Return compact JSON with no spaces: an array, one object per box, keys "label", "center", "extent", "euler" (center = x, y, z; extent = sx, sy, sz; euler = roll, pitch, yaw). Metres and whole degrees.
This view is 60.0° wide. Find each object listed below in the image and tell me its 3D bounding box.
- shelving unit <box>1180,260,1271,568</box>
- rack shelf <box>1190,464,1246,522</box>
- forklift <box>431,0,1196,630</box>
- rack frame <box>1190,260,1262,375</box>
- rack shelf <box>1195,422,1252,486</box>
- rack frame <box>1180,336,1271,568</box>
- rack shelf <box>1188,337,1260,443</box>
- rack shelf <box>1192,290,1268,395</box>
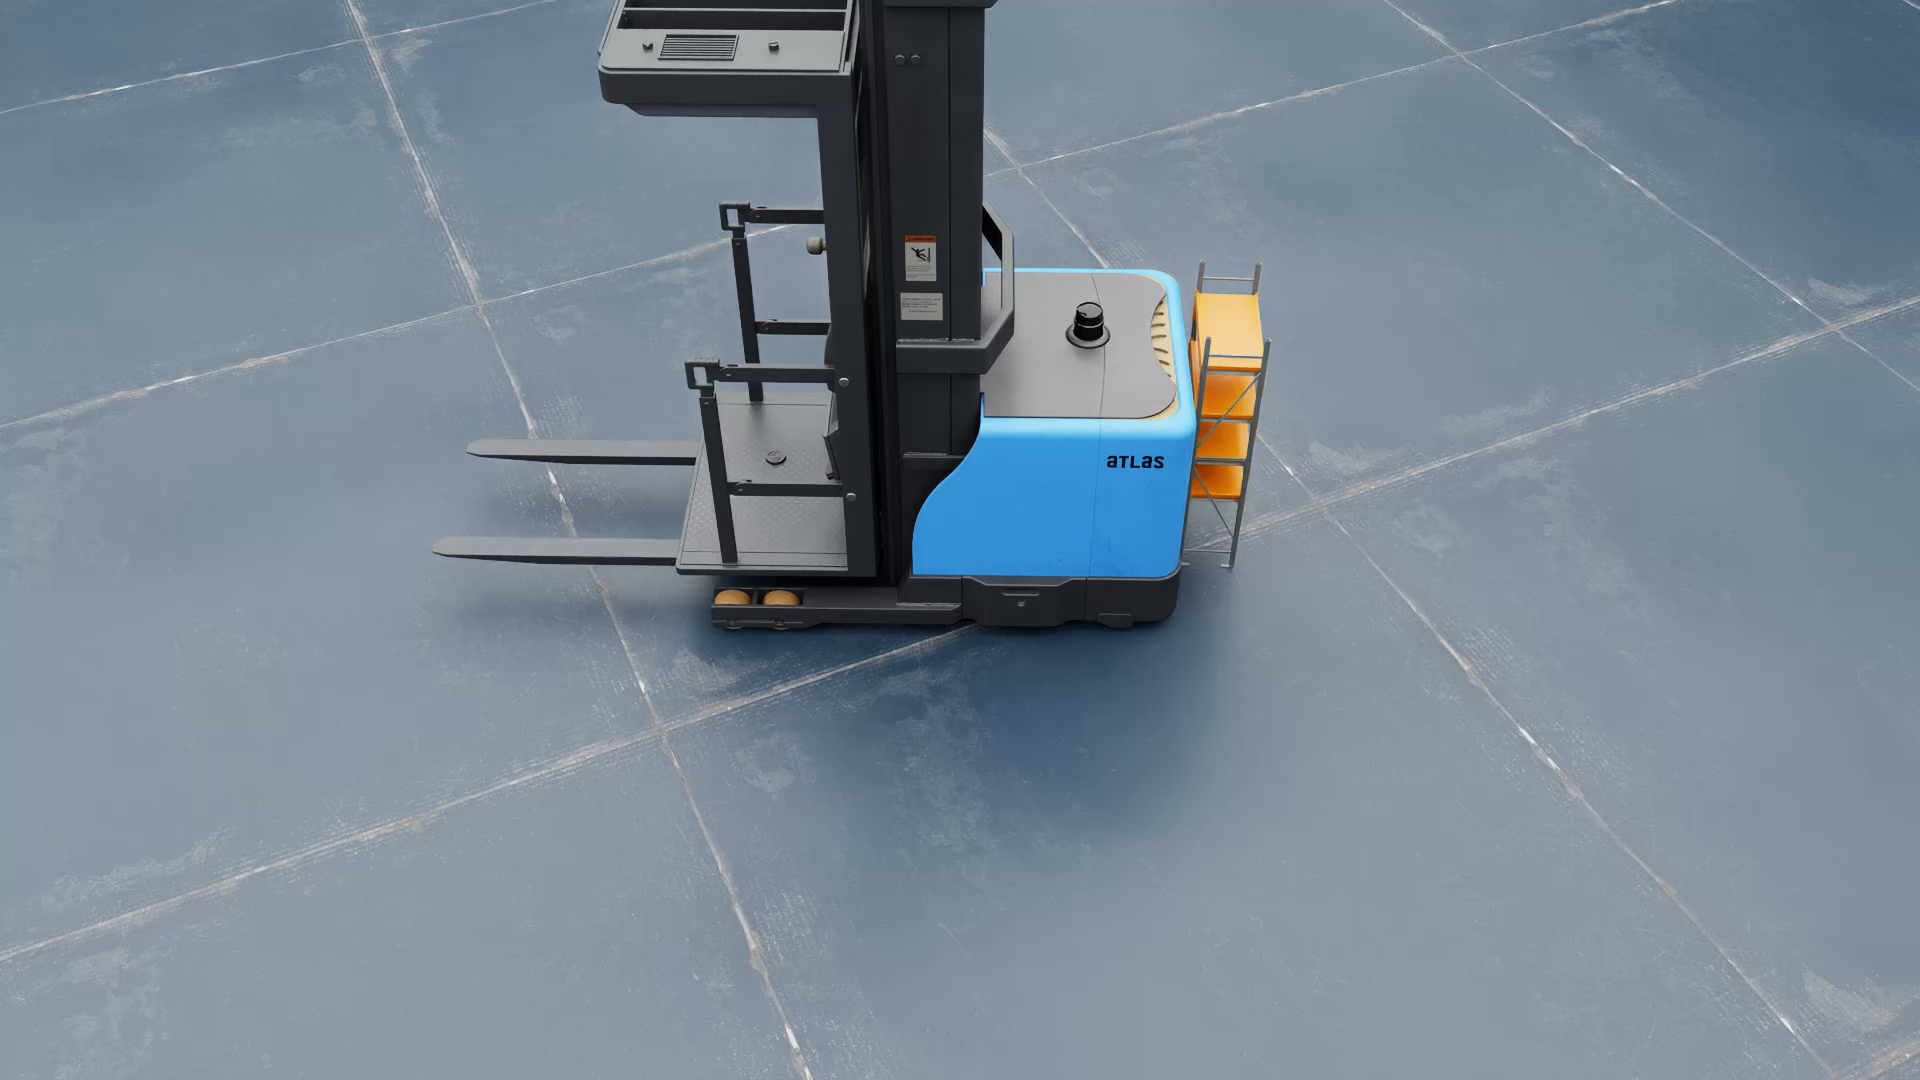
[{"label":"shelving unit","center":[1.047,-0.490,6.761],"extent":[0.258,1.200,0.503],"euler":[2,45,2]},{"label":"rack shelf","center":[1.047,-0.301,6.948],"extent":[0.258,0.148,0.480],"euler":[2,45,2]},{"label":"forklift","center":[-0.628,-1.052,6.098],"extent":[3.031,2.935,1.130],"euler":[1,45,1]},{"label":"rack frame","center":[1.061,-0.661,6.935],"extent":[0.240,1.200,0.015],"euler":[2,45,2]},{"label":"rack shelf","center":[1.047,-0.442,6.808],"extent":[0.258,0.148,0.480],"euler":[2,45,2]},{"label":"rack frame","center":[1.032,-0.319,6.588],"extent":[0.240,1.200,0.015],"euler":[2,45,2]},{"label":"rack shelf","center":[1.047,-0.601,6.651],"extent":[0.258,0.148,0.480],"euler":[2,45,2]},{"label":"rack shelf","center":[1.047,-0.770,6.485],"extent":[0.258,0.148,0.480],"euler":[2,45,2]}]
